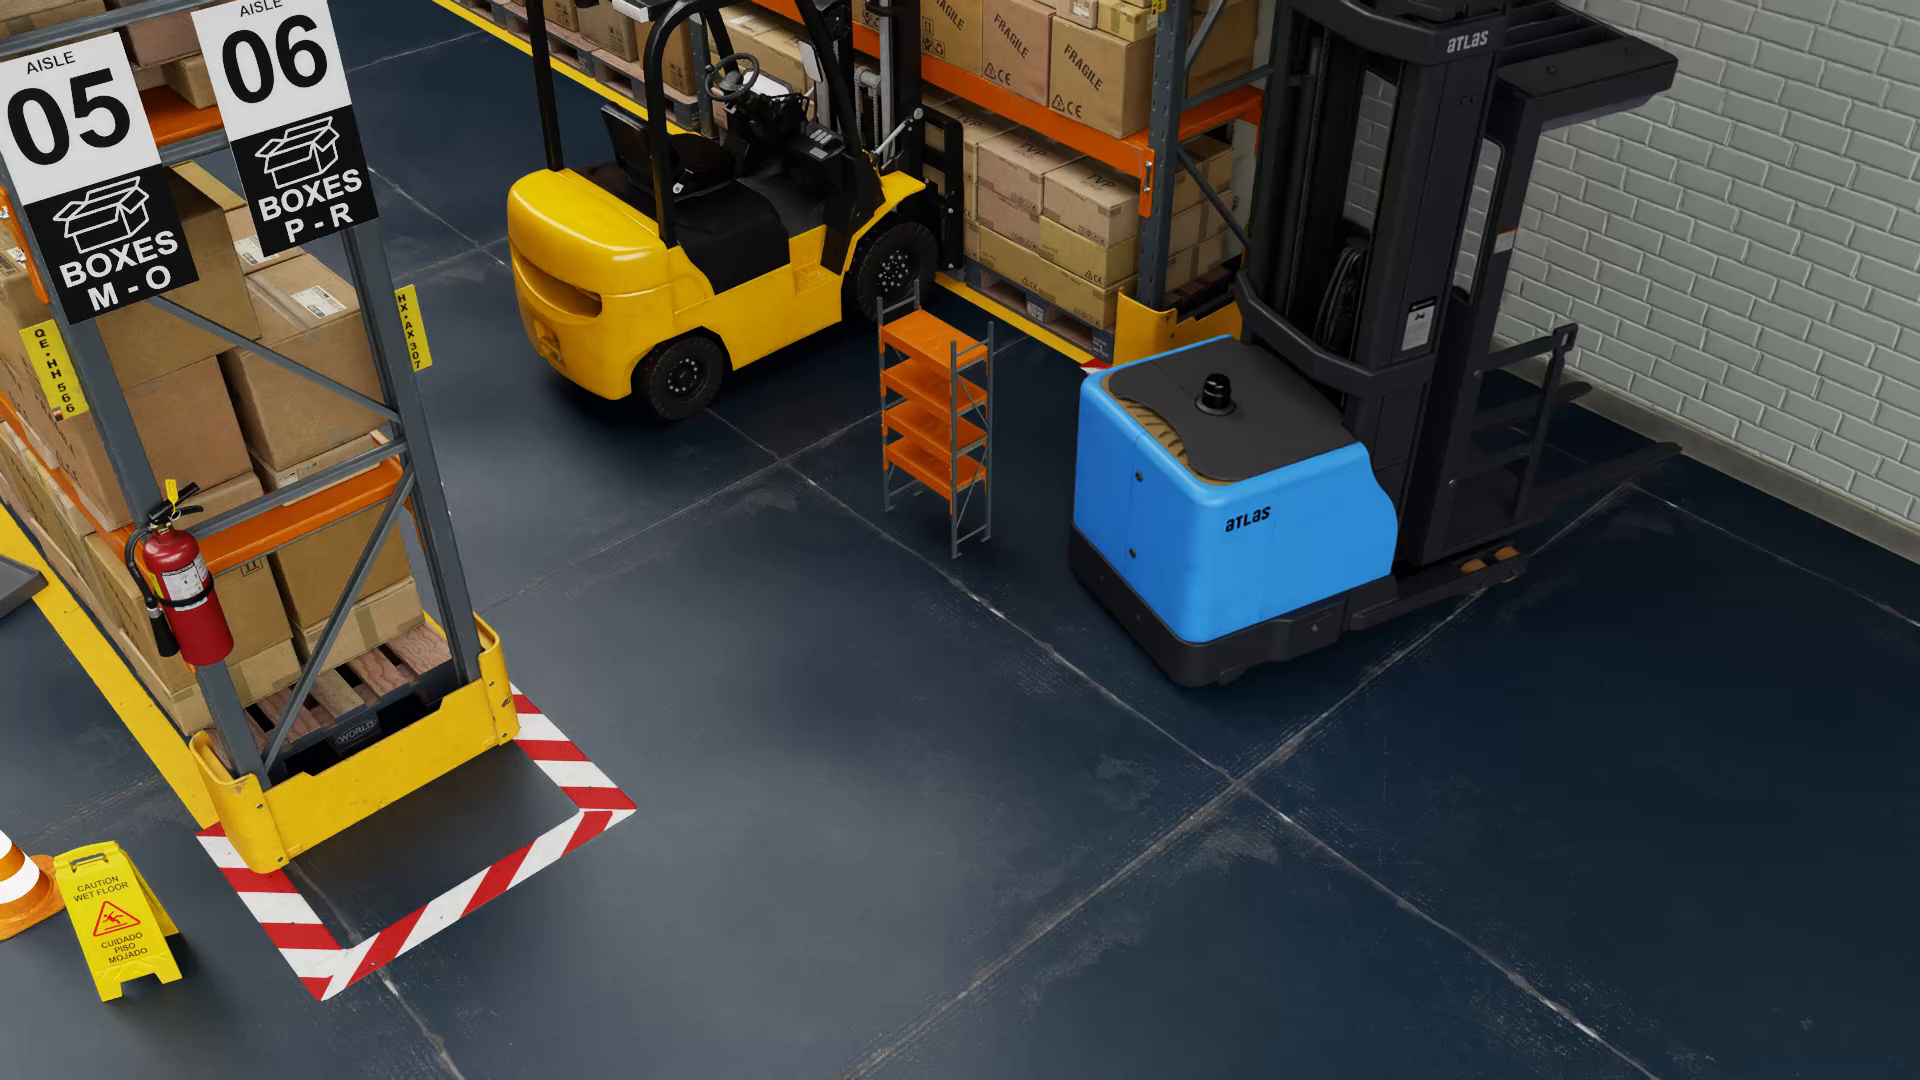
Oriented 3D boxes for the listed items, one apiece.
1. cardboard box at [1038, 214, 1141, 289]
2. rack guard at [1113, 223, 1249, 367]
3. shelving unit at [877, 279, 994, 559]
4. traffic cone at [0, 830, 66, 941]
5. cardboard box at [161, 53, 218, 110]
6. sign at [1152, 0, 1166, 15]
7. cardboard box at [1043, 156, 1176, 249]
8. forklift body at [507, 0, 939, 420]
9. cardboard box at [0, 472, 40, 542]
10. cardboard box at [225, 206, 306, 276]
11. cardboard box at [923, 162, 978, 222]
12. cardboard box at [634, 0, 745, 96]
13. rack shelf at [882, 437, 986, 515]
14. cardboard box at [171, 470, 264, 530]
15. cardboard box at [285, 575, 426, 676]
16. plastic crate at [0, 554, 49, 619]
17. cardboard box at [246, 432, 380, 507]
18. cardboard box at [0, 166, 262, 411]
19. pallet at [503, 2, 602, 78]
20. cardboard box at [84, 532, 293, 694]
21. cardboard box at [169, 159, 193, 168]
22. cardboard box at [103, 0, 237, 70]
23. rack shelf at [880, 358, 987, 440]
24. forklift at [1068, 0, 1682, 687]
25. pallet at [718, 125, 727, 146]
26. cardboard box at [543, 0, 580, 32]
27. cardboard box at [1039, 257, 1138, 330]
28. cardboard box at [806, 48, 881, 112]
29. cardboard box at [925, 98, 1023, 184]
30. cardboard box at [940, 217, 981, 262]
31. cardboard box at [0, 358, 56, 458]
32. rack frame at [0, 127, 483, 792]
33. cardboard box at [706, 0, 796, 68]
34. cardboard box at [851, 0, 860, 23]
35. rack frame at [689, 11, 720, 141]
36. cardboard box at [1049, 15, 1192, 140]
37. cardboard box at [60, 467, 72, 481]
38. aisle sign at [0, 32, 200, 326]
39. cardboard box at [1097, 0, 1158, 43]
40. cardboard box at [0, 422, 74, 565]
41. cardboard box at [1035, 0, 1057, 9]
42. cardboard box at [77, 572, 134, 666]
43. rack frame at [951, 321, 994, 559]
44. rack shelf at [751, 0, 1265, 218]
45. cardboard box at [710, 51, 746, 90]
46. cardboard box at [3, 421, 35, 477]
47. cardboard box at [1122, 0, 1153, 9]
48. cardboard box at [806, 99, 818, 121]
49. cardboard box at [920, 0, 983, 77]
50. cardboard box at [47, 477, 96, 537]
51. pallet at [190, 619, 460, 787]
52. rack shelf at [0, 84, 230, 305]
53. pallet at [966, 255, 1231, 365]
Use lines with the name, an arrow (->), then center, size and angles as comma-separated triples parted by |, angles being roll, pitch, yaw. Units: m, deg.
cardboard box -> 0.780, -1.655, 9.075 | 0.500, 0.250, 0.500 | -31, 48, -32
rack guard -> 1.356, -1.290, 9.158 | 1.175, 0.500, 0.348 | -30, 48, -32
shelving unit -> -0.112, -0.543, 7.676 | 0.258, 1.200, 0.503 | -30, 48, -32
traffic cone -> -3.555, 1.173, 6.137 | 0.336, 0.463, 0.334 | -30, 48, -32
cardboard box -> -2.299, -1.524, 5.270 | 0.380, 0.149, 0.250 | -30, 48, -32
sign -> 0.931, -2.592, 7.670 | 0.100, 0.325, 0.005 | -30, 48, -32
cardboard box -> 0.799, -1.837, 8.904 | 0.500, 0.250, 0.500 | -28, 47, -30
forklift body -> -1.287, -2.046, 8.780 | 2.313, 2.155, 1.214 | -30, 48, -32
cardboard box -> -4.089, -0.233, 7.714 | 0.500, 0.250, 0.500 | -31, 48, -32
cardboard box -> -2.783, -0.893, 6.360 | 0.500, 0.500, 0.500 | -28, 47, -31
cardboard box -> 0.084, -2.121, 9.653 | 0.500, 0.250, 0.500 | -31, 48, -33
cardboard box -> -1.727, -3.602, 11.586 | 0.875, 0.625, 0.625 | -28, 46, -30
rack shelf -> -0.112, -0.337, 7.843 | 0.258, 0.148, 0.480 | -30, 48, -32
cardboard box -> -2.724, -0.147, 5.953 | 0.380, 0.149, 0.250 | -28, 47, -30
cardboard box -> -2.656, 0.253, 7.112 | 0.500, 0.250, 0.500 | -30, 48, -32
plastic crate -> -4.561, 0.197, 7.651 | 0.583, 0.080, 0.402 | 18, 42, 21
cardboard box -> -2.391, -0.310, 6.155 | 0.380, 0.149, 0.250 | -30, 48, -32
cardboard box -> -2.820, -0.850, 5.511 | 0.700, 0.500, 0.500 | -31, 48, -33
pallet -> -2.722, -3.930, 12.655 | 1.003, 0.211, 1.213 | -30, 48, -32
cardboard box -> -3.048, 0.192, 6.591 | 0.500, 0.500, 0.500 | -30, 47, -31
cardboard box -> -3.478, -1.360, 6.938 | 0.500, 0.500, 0.500 | -31, 48, -33
cardboard box -> -2.458, -1.733, 5.212 | 0.500, 0.250, 0.500 | -31, 48, -32
rack shelf -> -0.112, -0.665, 7.577 | 0.258, 0.148, 0.480 | -30, 48, -32
forklift -> 2.050, -1.165, 7.067 | 3.031, 2.935, 1.130 | -18, 42, -21
pallet -> -0.859, -2.655, 11.077 | 1.003, 0.211, 1.213 | -30, 48, -32
cardboard box -> -2.756, -4.311, 12.464 | 0.875, 0.625, 0.625 | -32, 49, -33
cardboard box -> 0.789, -1.451, 9.221 | 0.500, 0.250, 0.500 | -30, 47, -31
cardboard box -> -0.586, -2.784, 10.076 | 0.500, 0.250, 0.500 | -28, 47, -30
cardboard box -> 0.100, -2.300, 9.477 | 0.500, 0.250, 0.500 | -29, 47, -31
cardboard box -> 0.128, -1.920, 9.803 | 0.500, 0.250, 0.500 | -29, 47, -31
cardboard box -> -3.219, -0.685, 6.103 | 0.500, 0.500, 0.500 | -30, 48, -32
rack frame -> -2.314, -0.163, 5.772 | 1.000, 3.000, 0.127 | -30, 48, -32
cardboard box -> -1.270, -3.251, 10.654 | 0.500, 0.250, 0.500 | -31, 48, -32
cardboard box -> -0.550, -3.380, 9.676 | 0.500, 0.500, 0.500 | -30, 48, -32
rack frame -> -1.366, -4.125, 10.678 | 1.000, 3.000, 0.127 | -30, 48, -32
cardboard box -> 0.814, -2.429, 8.499 | 0.500, 0.500, 0.500 | -31, 48, -33
cardboard box -> -3.135, -0.345, 6.198 | 0.380, 0.149, 0.250 | -31, 48, -32
aisle sign -> -2.486, -1.022, 4.767 | 0.394, 0.787, 0.004 | -30, 48, -32
cardboard box -> 0.899, -2.607, 8.202 | 0.380, 0.149, 0.250 | -29, 47, -31
cardboard box -> -3.739, -0.285, 7.181 | 0.500, 0.500, 0.500 | -31, 48, -33
cardboard box -> 0.574, -2.858, 8.514 | 0.380, 0.149, 0.250 | -29, 47, -31
cardboard box -> -3.403, 0.240, 7.127 | 0.500, 0.250, 0.500 | -30, 48, -32
rack frame -> 0.053, -0.430, 7.536 | 0.240, 1.200, 0.015 | -30, 48, -32
rack shelf -> -0.013, -2.920, 9.758 | 1.077, 0.370, 4.000 | -30, 48, -32
cardboard box -> -1.266, -3.058, 10.814 | 0.500, 0.250, 0.500 | -30, 48, -32
cardboard box -> -3.690, -0.442, 6.859 | 0.380, 0.149, 0.250 | -28, 47, -30
cardboard box -> 0.942, -2.757, 8.152 | 0.380, 0.149, 0.250 | -30, 48, -32
cardboard box -> -0.592, -2.589, 10.232 | 0.500, 0.250, 0.500 | -30, 48, -32
cardboard box -> 0.123, -2.910, 9.094 | 0.500, 0.500, 0.500 | -31, 48, -32
cardboard box -> -3.346, -0.202, 6.562 | 0.380, 0.149, 0.250 | -29, 47, -31
pallet -> -2.889, 0.496, 7.176 | 1.003, 0.211, 1.213 | -30, 48, -32
rack shelf -> -3.667, -1.976, 6.202 | 1.077, 0.370, 4.000 | -30, 48, -32
pallet -> 0.792, -1.525, 9.678 | 1.003, 0.211, 1.213 | -30, 48, -32
